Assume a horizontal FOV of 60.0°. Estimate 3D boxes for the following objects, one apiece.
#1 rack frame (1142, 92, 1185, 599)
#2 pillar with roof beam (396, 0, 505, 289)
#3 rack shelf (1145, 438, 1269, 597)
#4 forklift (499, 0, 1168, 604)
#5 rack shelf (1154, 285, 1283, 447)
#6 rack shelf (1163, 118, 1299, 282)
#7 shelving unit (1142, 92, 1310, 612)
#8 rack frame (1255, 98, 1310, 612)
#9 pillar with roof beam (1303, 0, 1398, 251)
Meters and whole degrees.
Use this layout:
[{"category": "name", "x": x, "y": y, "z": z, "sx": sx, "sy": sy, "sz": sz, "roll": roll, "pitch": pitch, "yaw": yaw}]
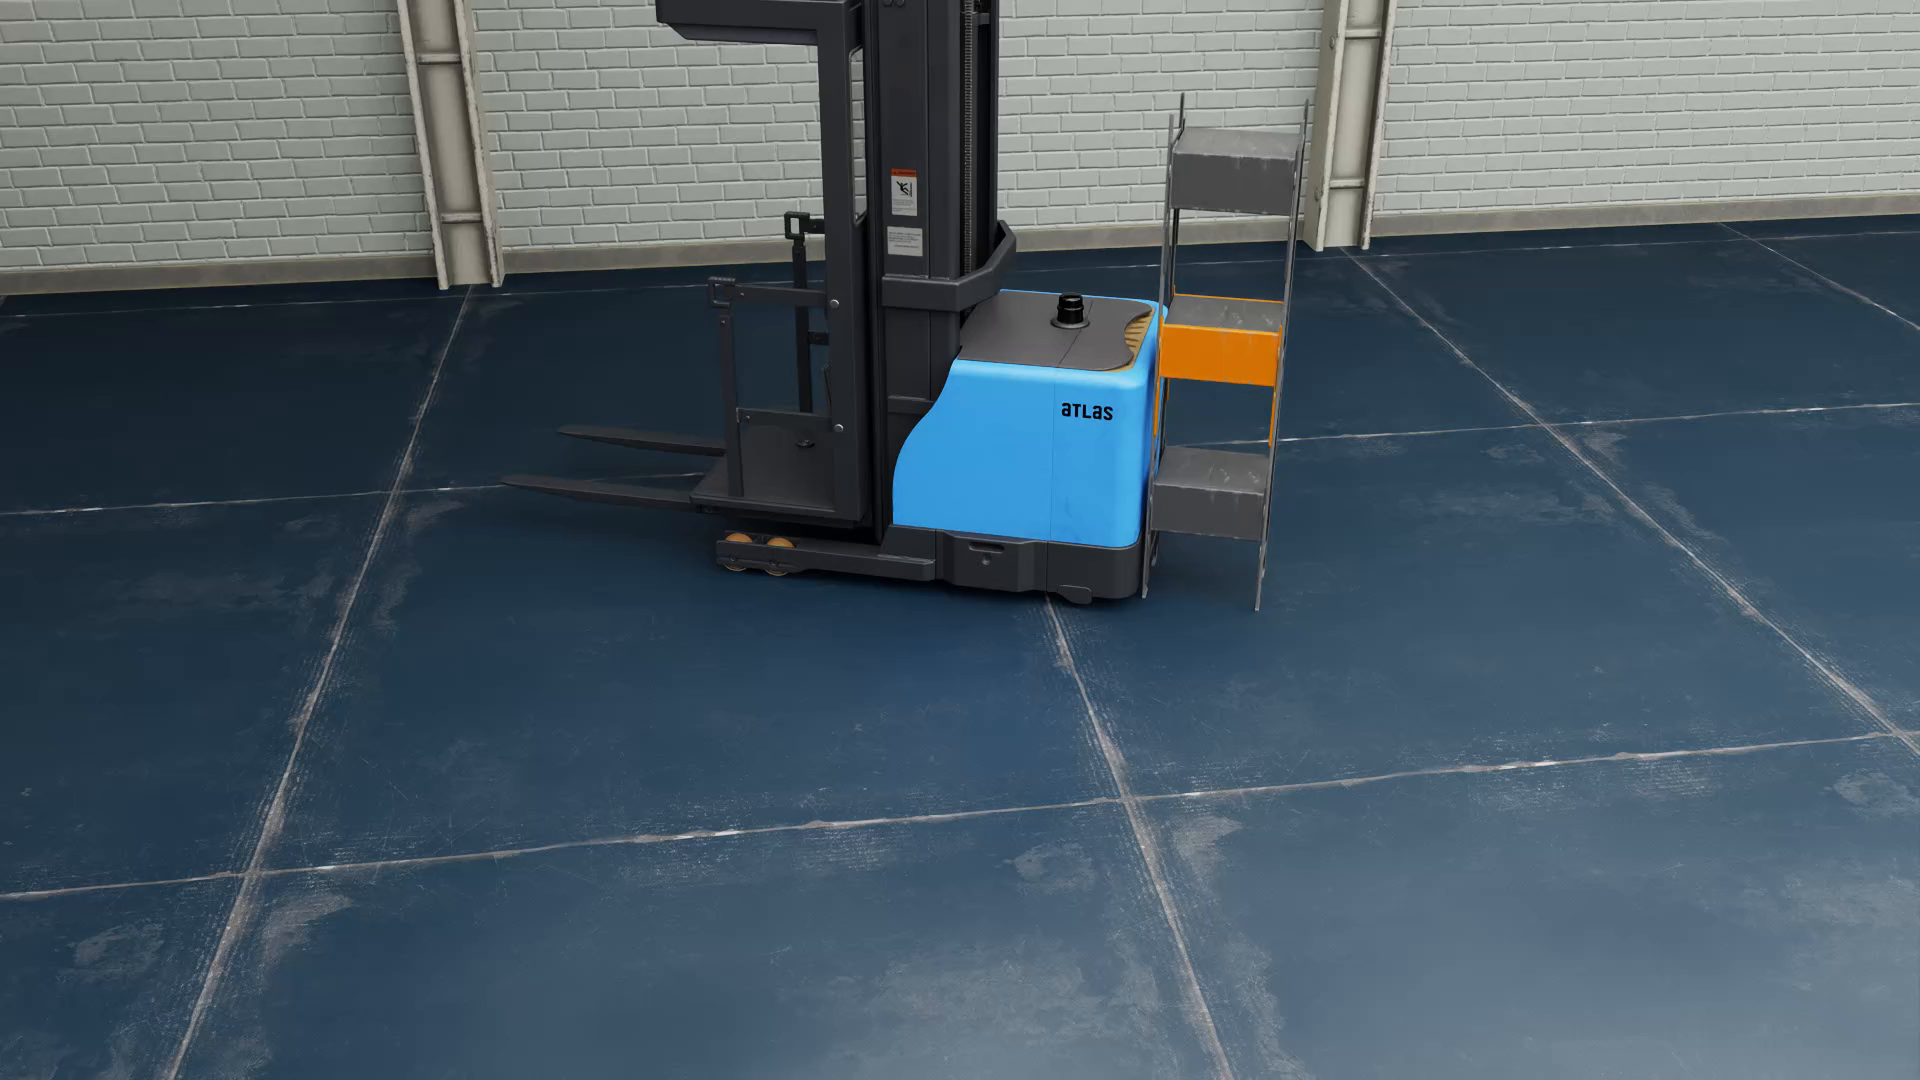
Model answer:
[{"category": "rack frame", "x": 0.846, "y": -0.766, "z": 6.942, "sx": 0.015, "sy": 2.100, "sz": 0.400, "roll": 6, "pitch": 28, "yaw": 12}, {"category": "pillar with roof beam", "x": -2.663, "y": -3.793, "z": 5.285, "sx": 0.400, "sy": 9.000, "sz": 9.100, "roll": -4, "pitch": 27, "yaw": -7}, {"category": "rack shelf", "x": 1.083, "y": -0.105, "z": 7.218, "sx": 0.480, "sy": 0.518, "sz": 0.431, "roll": 6, "pitch": 28, "yaw": 12}, {"category": "forklift", "x": -0.614, "y": -1.370, "z": 7.210, "sx": 3.031, "sy": 2.935, "sz": 1.130, "roll": 6, "pitch": 28, "yaw": 12}, {"category": "rack shelf", "x": 1.083, "y": -0.728, "z": 6.898, "sx": 0.480, "sy": 0.518, "sz": 0.431, "roll": 6, "pitch": 28, "yaw": 12}, {"category": "rack shelf", "x": 1.083, "y": -1.351, "z": 6.579, "sx": 0.480, "sy": 0.518, "sz": 0.431, "roll": 6, "pitch": 28, "yaw": 12}, {"category": "shelving unit", "x": 1.083, "y": -0.740, "z": 6.892, "sx": 0.503, "sy": 2.100, "sz": 0.431, "roll": 6, "pitch": 28, "yaw": 12}, {"category": "rack frame", "x": 1.321, "y": -0.714, "z": 6.842, "sx": 0.015, "sy": 2.100, "sz": 0.400, "roll": 6, "pitch": 28, "yaw": 12}, {"category": "pillar with roof beam", "x": 3.279, "y": -4.175, "z": 6.029, "sx": 0.400, "sy": 9.000, "sz": 9.100, "roll": -4, "pitch": 27, "yaw": -7}]
